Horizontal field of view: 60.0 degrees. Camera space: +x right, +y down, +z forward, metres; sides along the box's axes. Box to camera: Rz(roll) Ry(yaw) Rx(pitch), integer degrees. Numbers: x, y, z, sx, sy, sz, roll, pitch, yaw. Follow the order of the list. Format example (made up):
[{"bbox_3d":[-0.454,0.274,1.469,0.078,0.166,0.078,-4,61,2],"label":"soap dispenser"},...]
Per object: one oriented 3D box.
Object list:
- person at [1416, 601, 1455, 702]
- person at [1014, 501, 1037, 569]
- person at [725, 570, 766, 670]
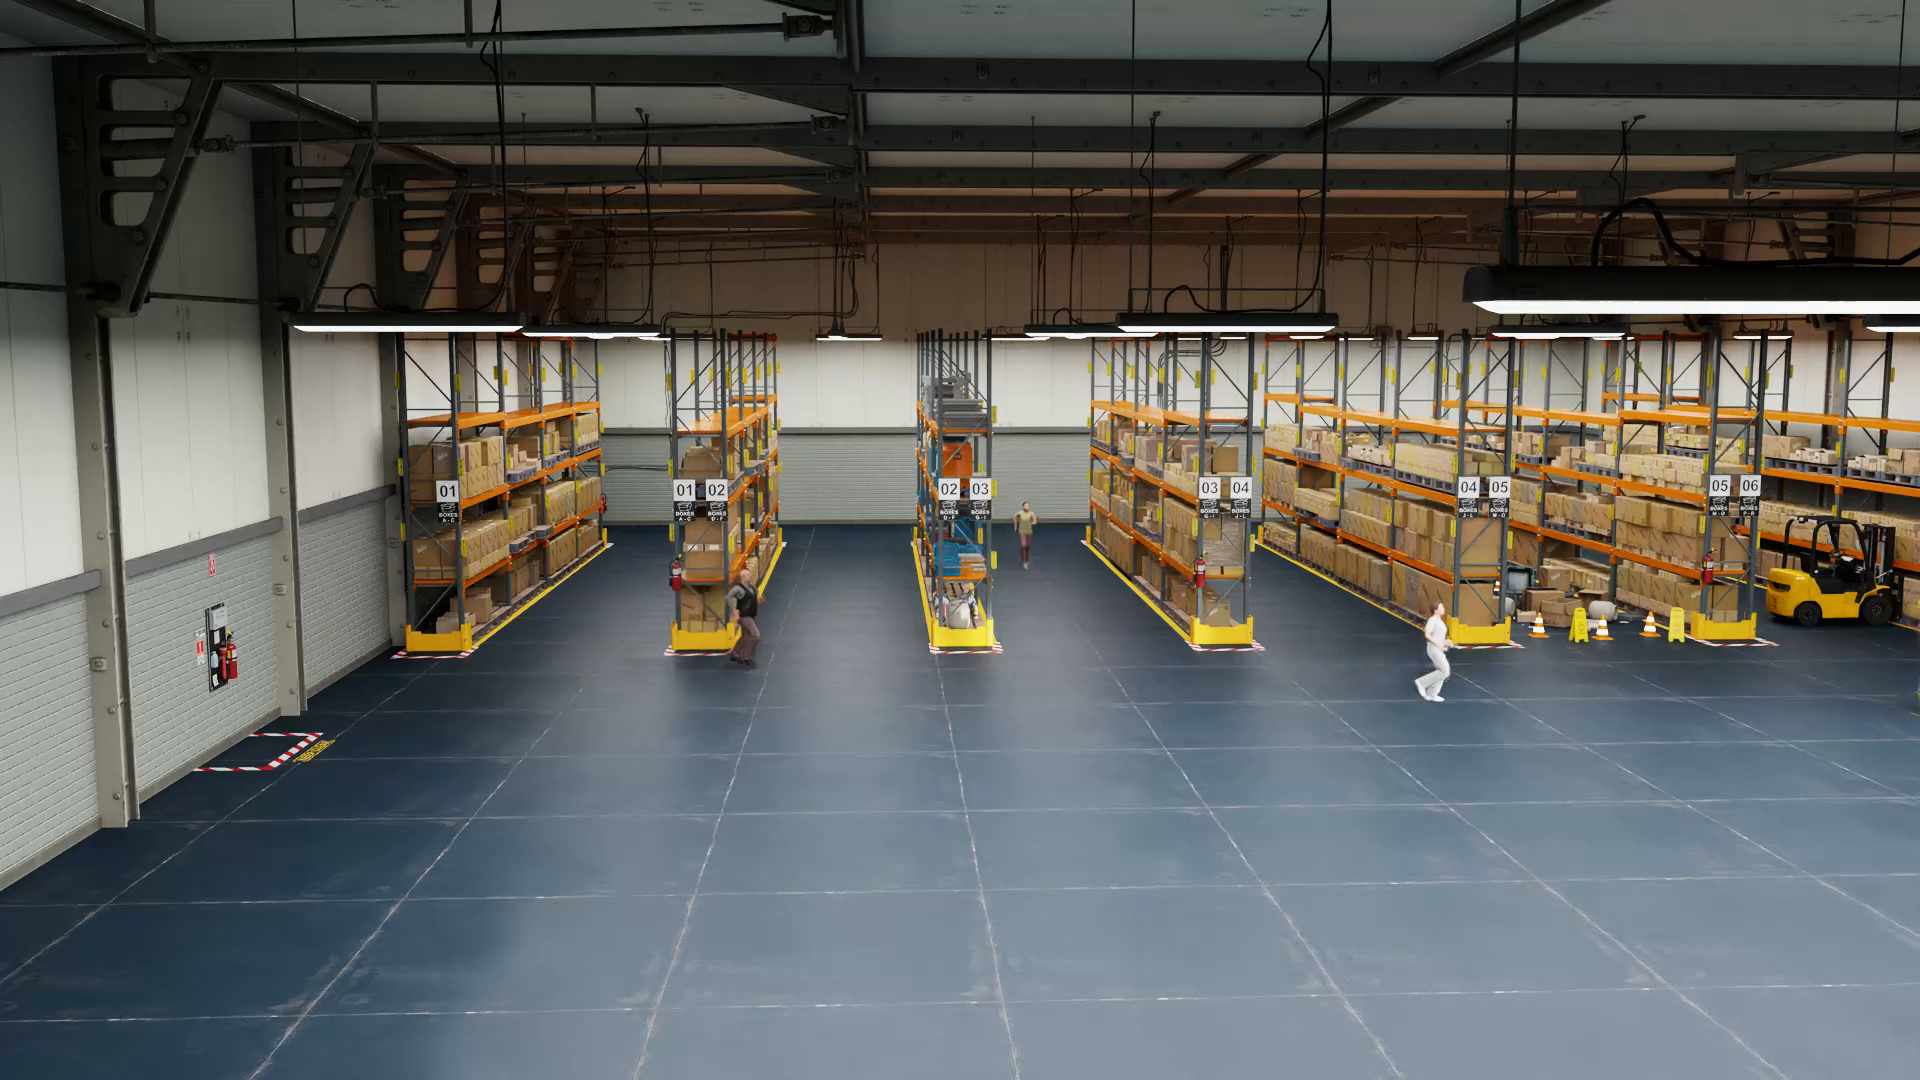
[{"bbox_3d":[7.627,1.777,26.671,0.554,1.624,0.546,3,8,26],"label":"person"},{"bbox_3d":[1.687,-0.149,42.717,0.547,1.715,0.843,-1,7,-10],"label":"person"},{"bbox_3d":[-3.781,1.409,29.456,0.747,1.773,0.624,2,7,17],"label":"person"}]
